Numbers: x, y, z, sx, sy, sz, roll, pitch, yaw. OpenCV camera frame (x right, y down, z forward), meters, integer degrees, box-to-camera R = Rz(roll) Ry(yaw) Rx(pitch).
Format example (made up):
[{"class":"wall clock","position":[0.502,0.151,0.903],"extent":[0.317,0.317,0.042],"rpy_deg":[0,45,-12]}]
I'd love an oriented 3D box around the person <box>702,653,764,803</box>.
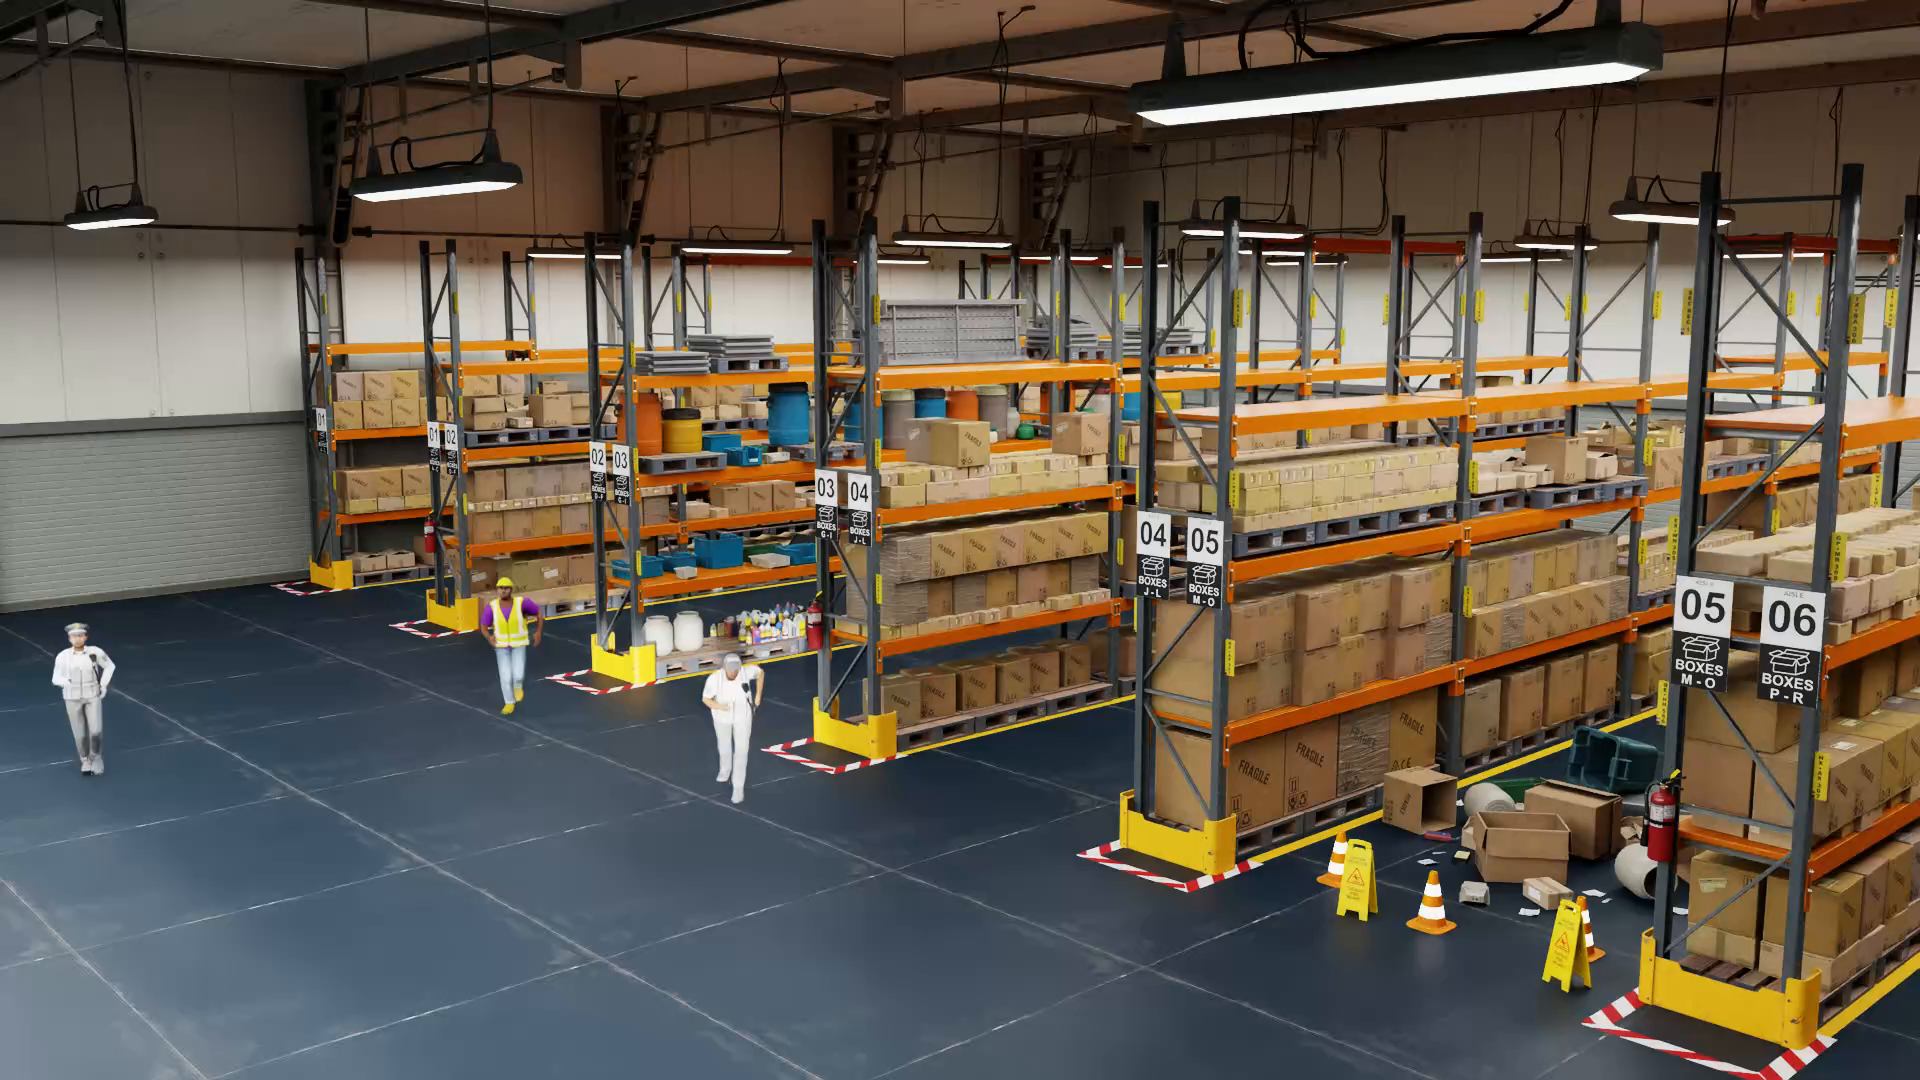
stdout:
[{"class":"person","position":[-2.357,1.901,17.301],"extent":[0.646,1.618,1.006],"rpy_deg":[-2,9,-12]}]

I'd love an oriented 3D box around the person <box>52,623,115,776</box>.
[{"class":"person","position":[-9.421,1.724,17.902],"extent":[0.596,1.690,0.614],"rpy_deg":[-4,9,-24]}]

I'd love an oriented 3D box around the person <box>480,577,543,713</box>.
[{"class":"person","position":[-5.549,1.313,20.569],"extent":[0.740,1.719,0.651],"rpy_deg":[-1,8,-8]}]
